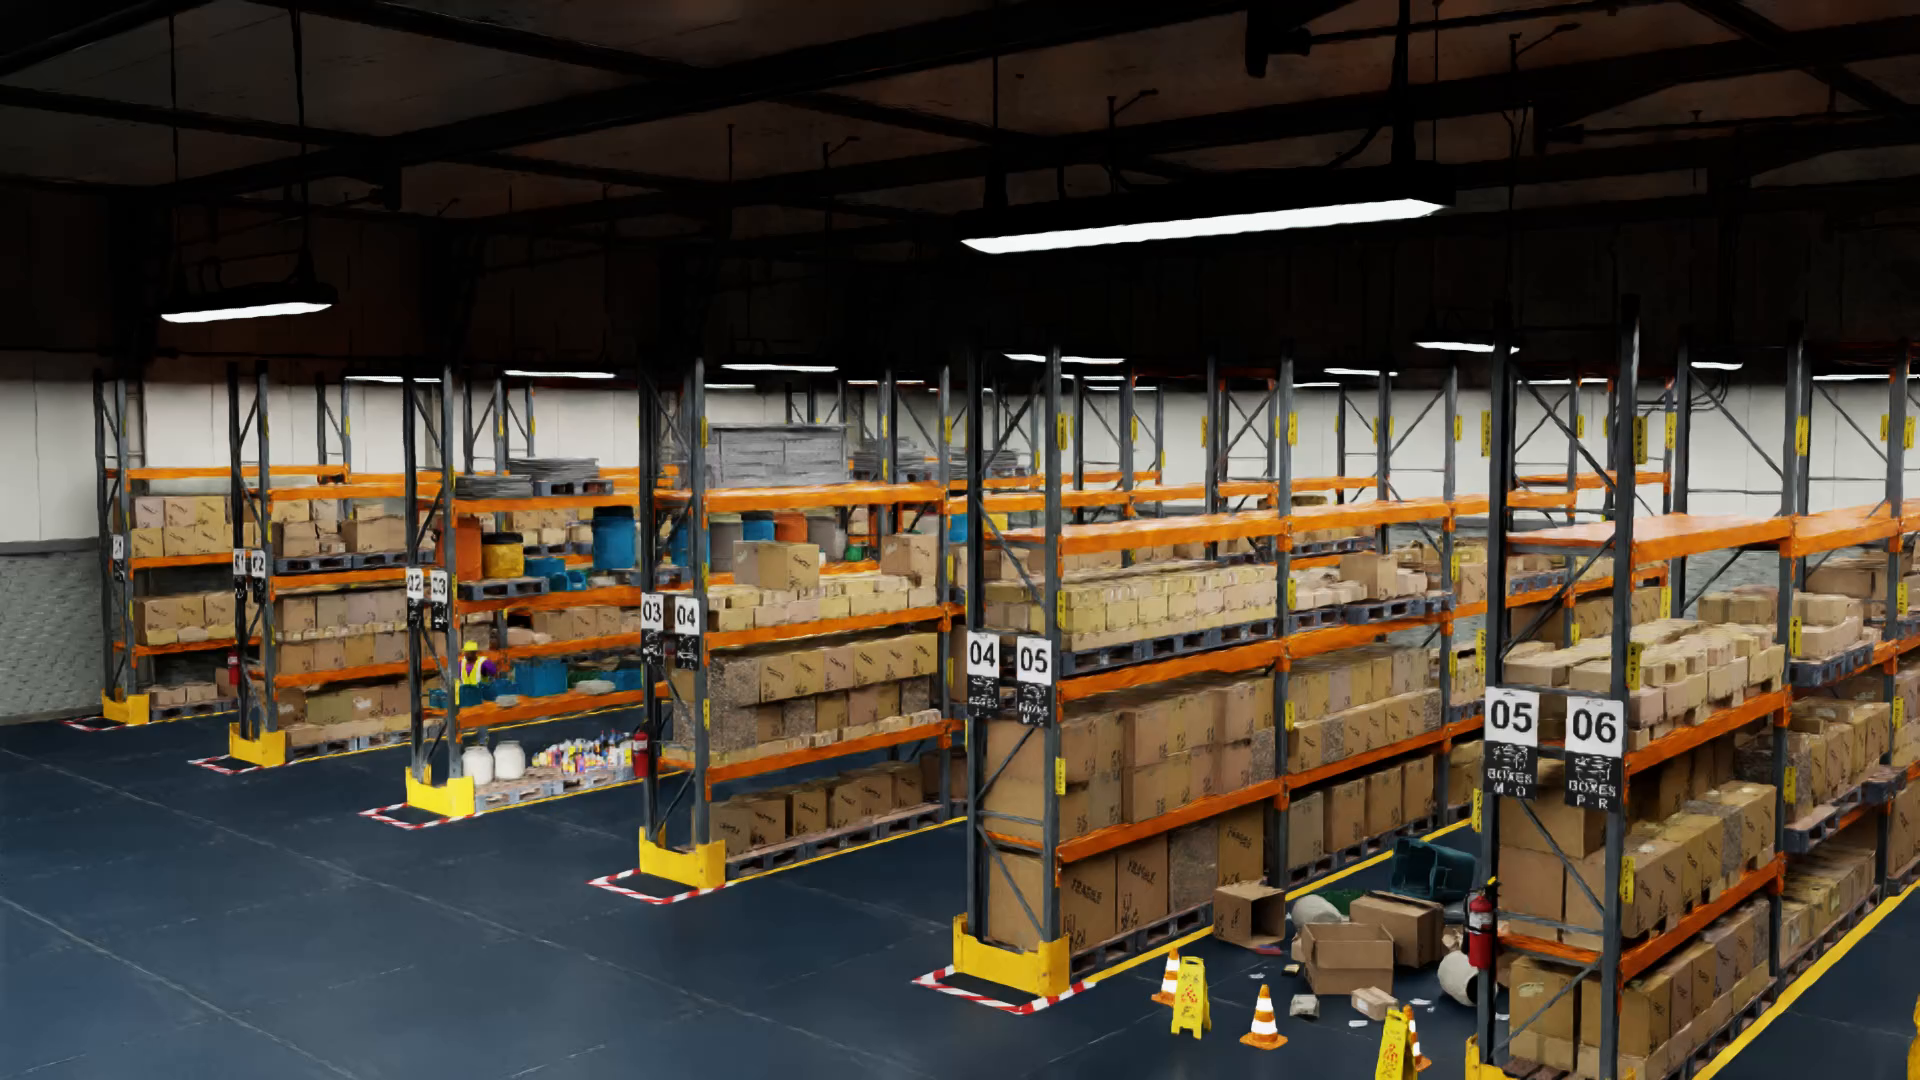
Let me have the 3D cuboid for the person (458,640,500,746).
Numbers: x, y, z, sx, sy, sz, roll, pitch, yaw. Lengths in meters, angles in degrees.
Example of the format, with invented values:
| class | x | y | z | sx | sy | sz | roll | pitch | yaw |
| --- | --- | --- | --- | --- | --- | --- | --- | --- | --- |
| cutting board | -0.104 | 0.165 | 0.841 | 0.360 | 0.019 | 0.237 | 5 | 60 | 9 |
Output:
| class | x | y | z | sx | sy | sz | roll | pitch | yaw |
| --- | --- | --- | --- | --- | --- | --- | --- | --- | --- |
| person | -7.528 | 2.397 | 25.933 | 0.711 | 1.695 | 0.815 | 2 | 5 | 22 |
